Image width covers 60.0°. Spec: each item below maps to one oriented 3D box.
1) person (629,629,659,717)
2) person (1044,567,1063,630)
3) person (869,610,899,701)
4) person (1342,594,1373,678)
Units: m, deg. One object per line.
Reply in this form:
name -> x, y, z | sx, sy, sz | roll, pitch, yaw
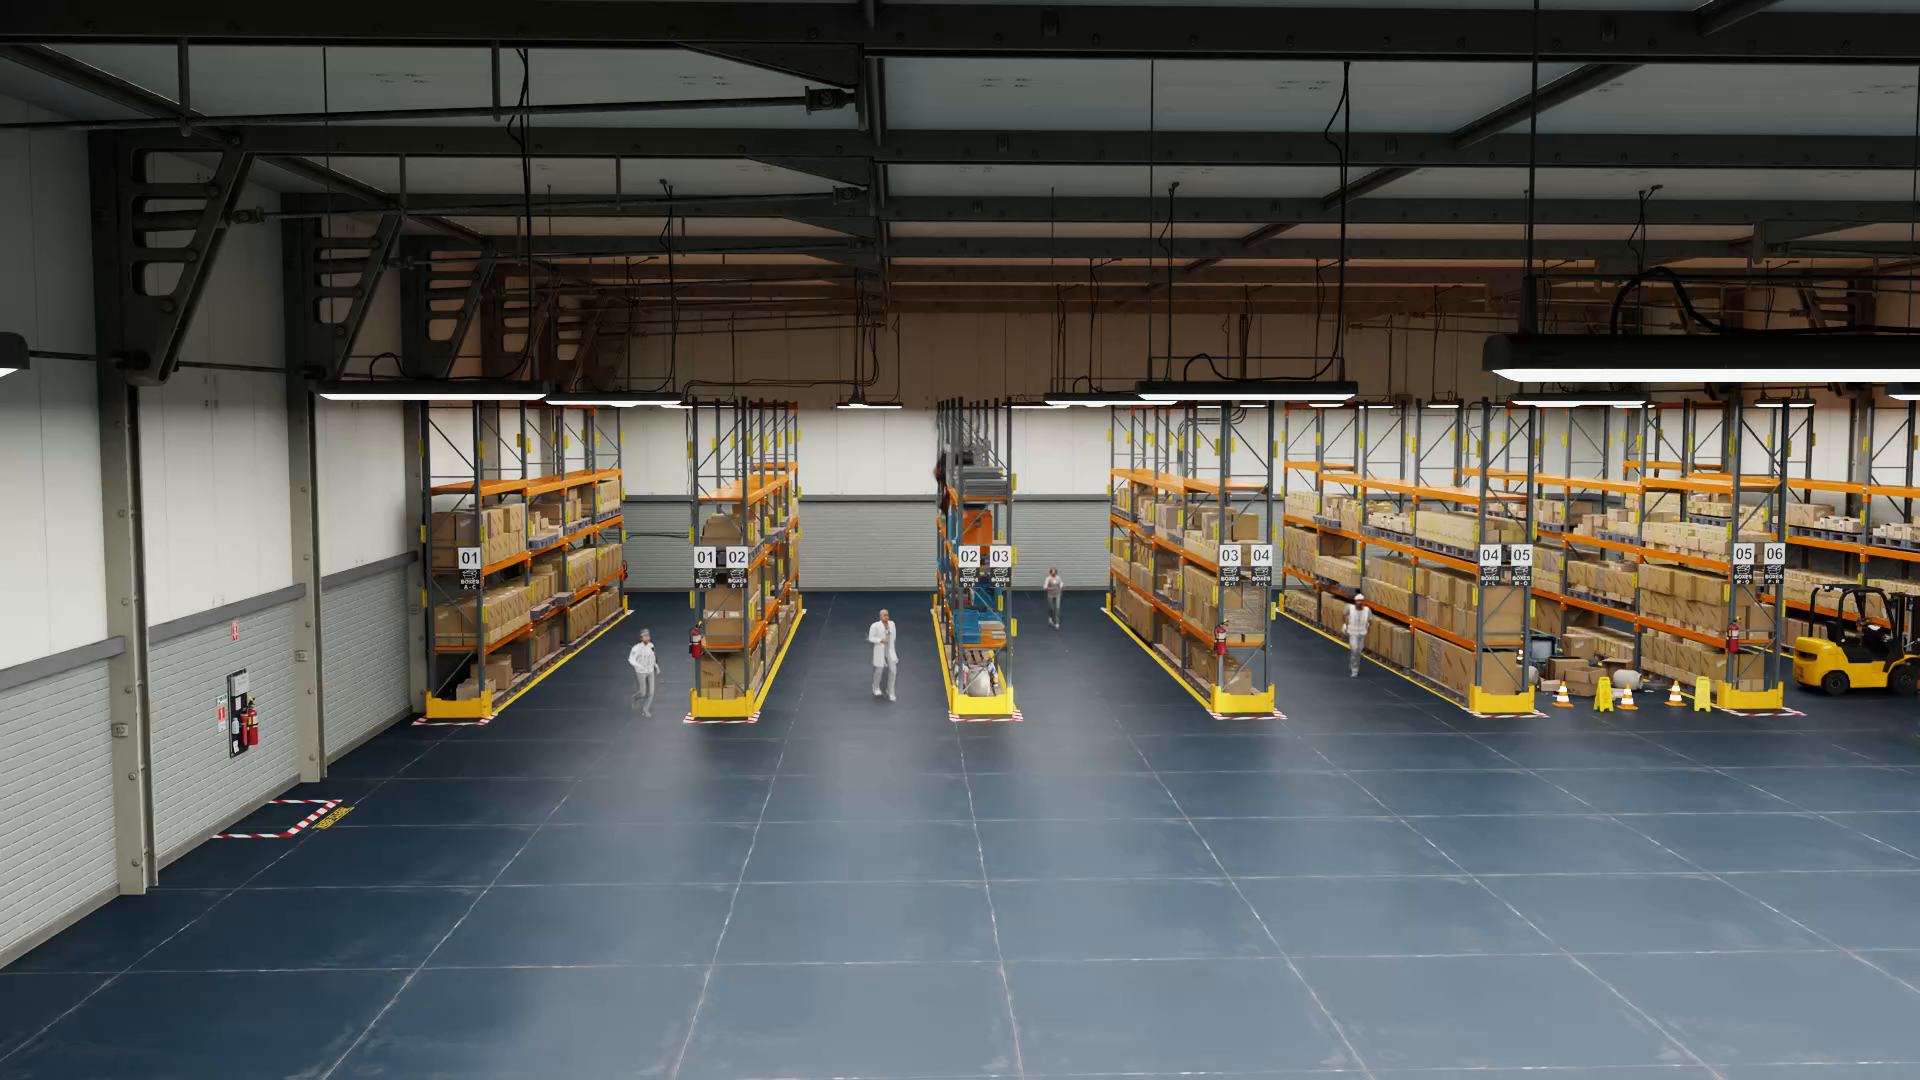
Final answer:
person -> -5.938, 2.481, 31.262 | 0.609, 1.654, 0.611 | -4, 6, -42
person -> 2.474, 1.519, 43.970 | 0.537, 1.609, 0.852 | 0, 4, -6
person -> -1.527, 2.289, 33.080 | 0.640, 1.835, 0.908 | -2, 5, -20
person -> 8.628, 2.063, 36.091 | 0.601, 1.817, 0.905 | 0, 4, -4
